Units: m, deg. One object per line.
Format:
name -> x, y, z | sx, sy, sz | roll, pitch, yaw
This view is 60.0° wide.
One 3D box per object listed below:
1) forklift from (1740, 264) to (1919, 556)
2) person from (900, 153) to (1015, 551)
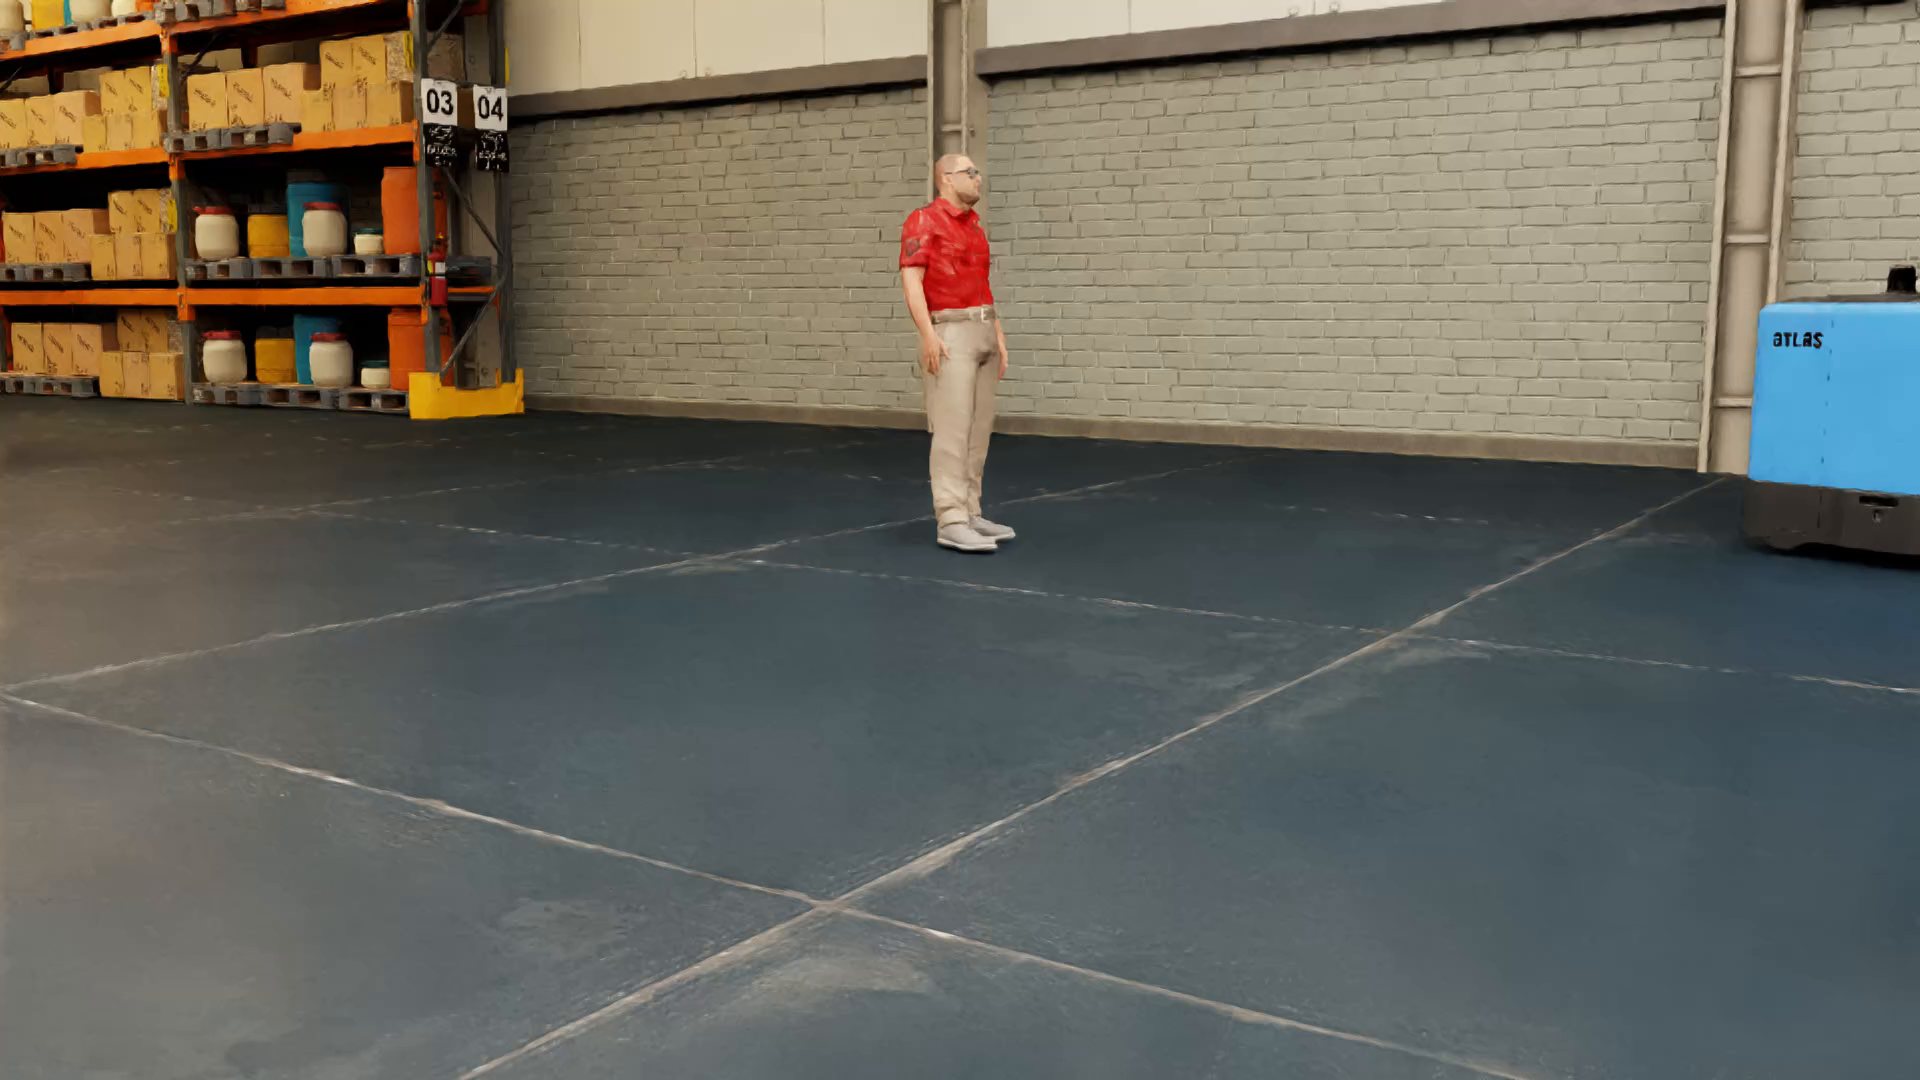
forklift -> 4.699, -1.281, 6.198 | 1.130, 2.935, 3.031 | -6, 10, -36
person -> 0.068, -0.855, 7.421 | 0.550, 1.727, 0.640 | 5, 10, 34
